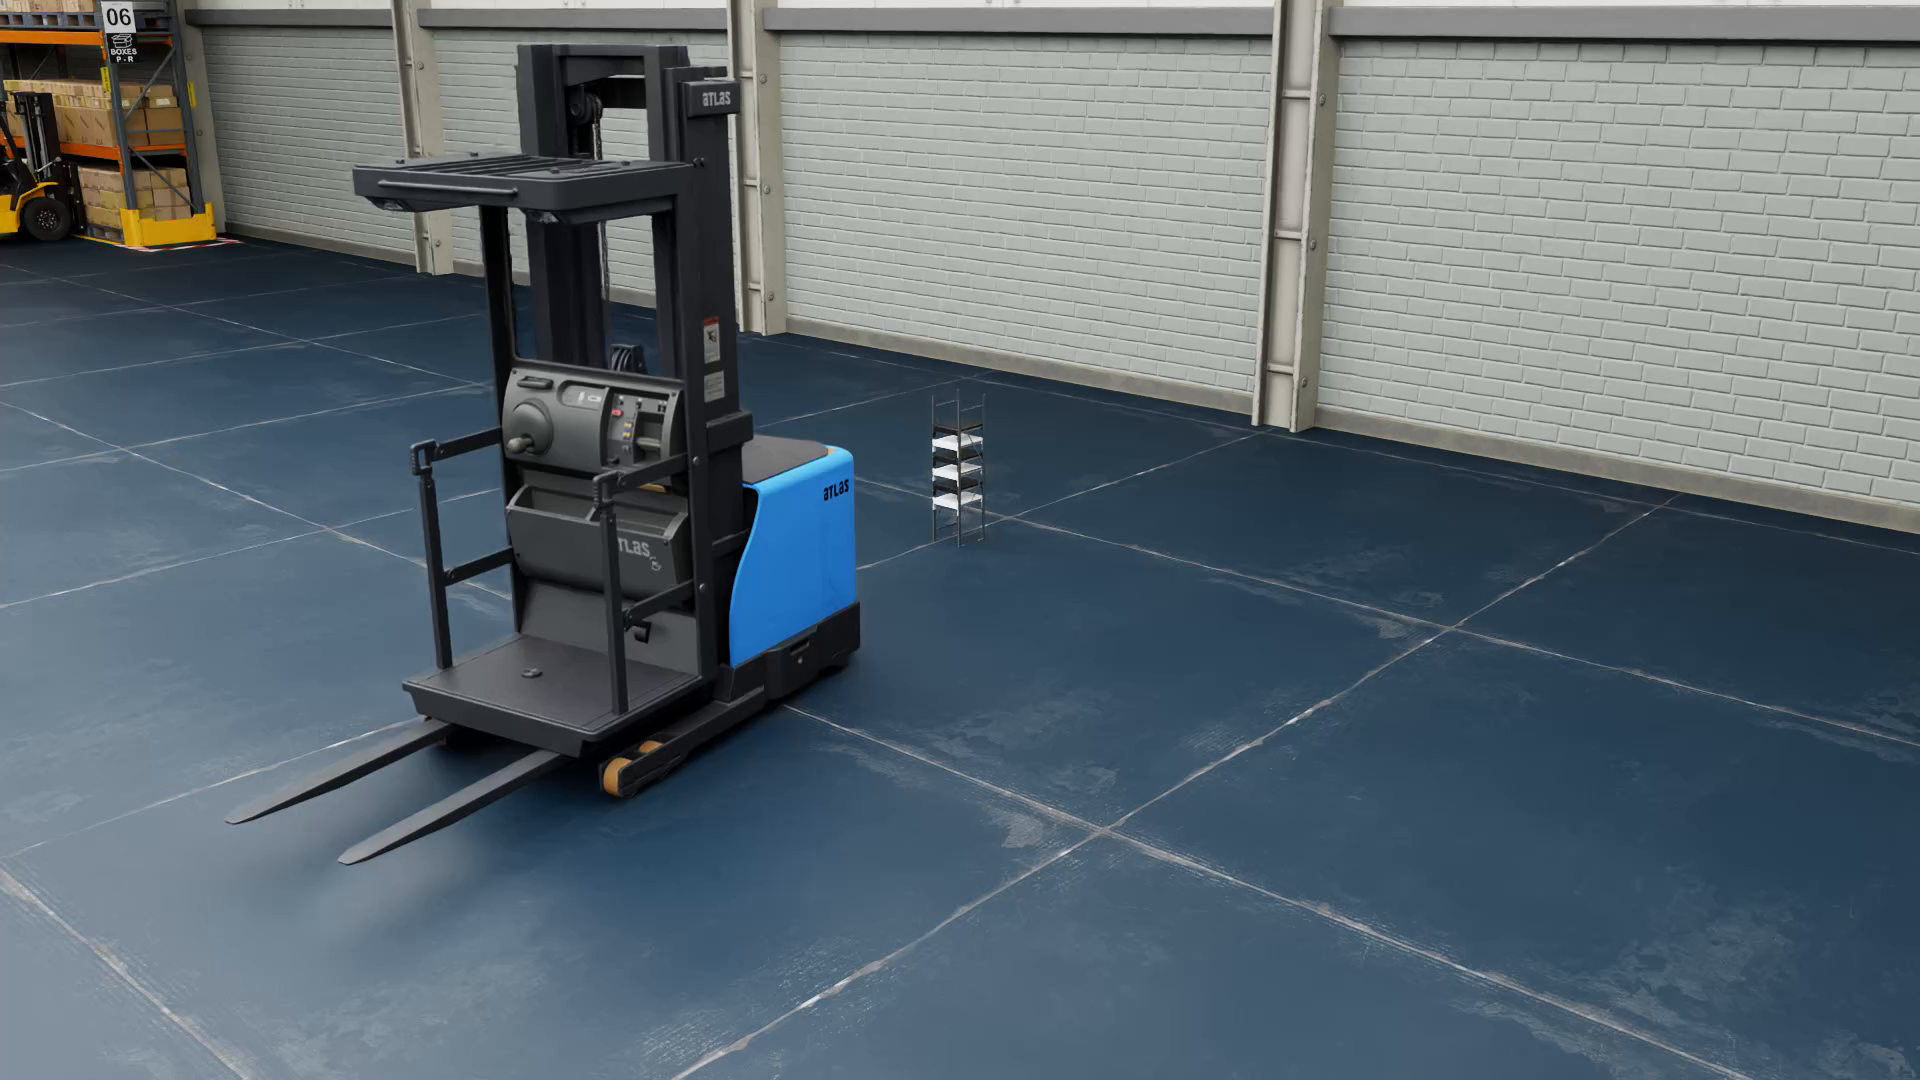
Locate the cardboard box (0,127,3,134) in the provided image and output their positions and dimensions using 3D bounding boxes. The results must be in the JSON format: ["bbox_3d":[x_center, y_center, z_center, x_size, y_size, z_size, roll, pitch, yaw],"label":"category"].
[{"bbox_3d":[-14.567,-6.368,25.466,0.500,0.250,0.500,16,23,40],"label":"cardboard box"}]

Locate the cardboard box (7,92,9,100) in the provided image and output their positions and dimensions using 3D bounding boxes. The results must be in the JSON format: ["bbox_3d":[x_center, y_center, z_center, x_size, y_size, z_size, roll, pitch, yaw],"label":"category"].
[{"bbox_3d":[-14.419,-6.772,25.255,0.250,0.149,0.380,16,24,41],"label":"cardboard box"}]

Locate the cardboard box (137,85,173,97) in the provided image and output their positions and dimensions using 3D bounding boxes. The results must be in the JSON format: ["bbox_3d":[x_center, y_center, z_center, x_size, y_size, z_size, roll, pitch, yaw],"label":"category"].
[{"bbox_3d":[-11.134,-6.209,22.986,0.250,0.149,0.380,14,23,38],"label":"cardboard box"}]

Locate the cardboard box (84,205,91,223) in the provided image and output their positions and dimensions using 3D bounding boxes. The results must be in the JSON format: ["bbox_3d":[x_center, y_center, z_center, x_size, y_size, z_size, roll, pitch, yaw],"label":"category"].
[{"bbox_3d":[-12.319,-4.711,23.849,0.500,0.250,0.500,15,23,40],"label":"cardboard box"}]

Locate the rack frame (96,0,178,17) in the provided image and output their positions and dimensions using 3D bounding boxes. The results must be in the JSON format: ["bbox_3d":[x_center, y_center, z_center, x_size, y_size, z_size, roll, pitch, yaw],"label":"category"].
[{"bbox_3d":[-11.024,-8.454,21.872,0.127,3.000,1.000,15,23,39],"label":"rack frame"}]

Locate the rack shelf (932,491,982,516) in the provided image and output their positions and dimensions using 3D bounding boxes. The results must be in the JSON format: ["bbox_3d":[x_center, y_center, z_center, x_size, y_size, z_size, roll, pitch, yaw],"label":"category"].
[{"bbox_3d":[-0.006,-0.227,10.045,0.200,0.077,0.258,15,23,39],"label":"rack shelf"}]

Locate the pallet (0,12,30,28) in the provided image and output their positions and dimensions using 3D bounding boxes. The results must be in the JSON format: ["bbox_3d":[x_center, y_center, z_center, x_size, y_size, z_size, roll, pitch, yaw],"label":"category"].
[{"bbox_3d":[-13.361,-7.619,24.349,1.213,0.211,1.003,15,23,39],"label":"pallet"}]

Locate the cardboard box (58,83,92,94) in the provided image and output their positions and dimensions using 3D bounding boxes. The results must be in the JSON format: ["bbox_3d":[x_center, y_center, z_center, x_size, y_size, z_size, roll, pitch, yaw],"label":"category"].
[{"bbox_3d":[-12.583,-6.424,23.664,0.250,0.149,0.380,15,23,40],"label":"cardboard box"}]

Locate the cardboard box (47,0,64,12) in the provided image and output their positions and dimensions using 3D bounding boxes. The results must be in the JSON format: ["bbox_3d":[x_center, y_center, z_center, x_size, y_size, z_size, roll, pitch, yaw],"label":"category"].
[{"bbox_3d":[-12.217,-7.581,23.058,0.500,0.500,0.700,15,23,40],"label":"cardboard box"}]

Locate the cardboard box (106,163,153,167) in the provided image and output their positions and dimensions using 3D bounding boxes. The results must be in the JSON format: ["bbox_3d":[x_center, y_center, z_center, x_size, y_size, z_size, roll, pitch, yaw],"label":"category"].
[{"bbox_3d":[-12.001,-5.302,24.058,0.500,0.250,0.500,15,23,39],"label":"cardboard box"}]

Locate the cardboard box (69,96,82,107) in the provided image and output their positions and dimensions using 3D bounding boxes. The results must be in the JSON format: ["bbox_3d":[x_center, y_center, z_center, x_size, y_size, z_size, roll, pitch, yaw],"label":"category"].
[{"bbox_3d":[-12.243,-6.163,23.335,0.250,0.149,0.380,14,22,38],"label":"cardboard box"}]

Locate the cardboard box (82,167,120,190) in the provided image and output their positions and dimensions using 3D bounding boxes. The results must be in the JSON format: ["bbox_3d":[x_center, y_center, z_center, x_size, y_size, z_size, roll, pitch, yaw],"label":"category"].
[{"bbox_3d":[-11.962,-5.083,23.369,0.500,0.250,0.500,16,23,40],"label":"cardboard box"}]

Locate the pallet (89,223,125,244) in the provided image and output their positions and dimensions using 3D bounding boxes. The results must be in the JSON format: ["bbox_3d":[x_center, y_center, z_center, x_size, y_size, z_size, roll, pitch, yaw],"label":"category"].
[{"bbox_3d":[-11.624,-4.409,23.656,1.213,0.211,1.003,15,23,39],"label":"pallet"}]

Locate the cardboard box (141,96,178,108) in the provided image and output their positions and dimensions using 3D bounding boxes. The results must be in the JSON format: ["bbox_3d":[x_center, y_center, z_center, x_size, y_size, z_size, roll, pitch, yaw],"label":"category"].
[{"bbox_3d":[-11.106,-6.078,23.066,0.250,0.149,0.380,14,23,38],"label":"cardboard box"}]

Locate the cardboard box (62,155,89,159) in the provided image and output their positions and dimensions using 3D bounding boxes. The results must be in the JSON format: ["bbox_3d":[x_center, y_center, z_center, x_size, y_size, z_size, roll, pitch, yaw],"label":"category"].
[{"bbox_3d":[-13.520,-5.708,25.338,0.500,0.250,0.500,16,23,40],"label":"cardboard box"}]

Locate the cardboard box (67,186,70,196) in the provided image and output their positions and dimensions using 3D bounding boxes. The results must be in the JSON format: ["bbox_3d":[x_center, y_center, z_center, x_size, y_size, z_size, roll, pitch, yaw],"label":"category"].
[{"bbox_3d":[-12.736,-5.052,24.097,0.500,0.250,0.500,15,23,39],"label":"cardboard box"}]

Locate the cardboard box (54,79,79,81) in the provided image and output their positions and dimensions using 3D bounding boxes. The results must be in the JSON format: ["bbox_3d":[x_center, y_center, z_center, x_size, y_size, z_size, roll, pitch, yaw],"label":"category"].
[{"bbox_3d":[-13.417,-6.840,24.977,0.250,0.149,0.380,14,23,38],"label":"cardboard box"}]

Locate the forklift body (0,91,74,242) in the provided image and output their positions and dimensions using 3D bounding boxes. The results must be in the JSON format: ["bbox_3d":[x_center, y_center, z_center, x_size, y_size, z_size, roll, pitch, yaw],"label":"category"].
[{"bbox_3d":[-13.654,-5.158,22.807,1.214,2.155,2.313,15,23,39],"label":"forklift body"}]

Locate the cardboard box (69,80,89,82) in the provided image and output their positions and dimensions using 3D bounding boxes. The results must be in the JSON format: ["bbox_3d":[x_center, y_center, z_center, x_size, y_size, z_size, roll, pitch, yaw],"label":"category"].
[{"bbox_3d":[-12.981,-6.754,24.706,0.250,0.149,0.380,14,23,38],"label":"cardboard box"}]

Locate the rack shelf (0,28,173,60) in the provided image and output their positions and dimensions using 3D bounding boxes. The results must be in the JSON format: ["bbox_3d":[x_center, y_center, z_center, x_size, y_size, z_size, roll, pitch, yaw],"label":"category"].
[{"bbox_3d":[-12.520,-7.083,23.700,4.000,0.370,1.077,15,23,39],"label":"rack shelf"}]

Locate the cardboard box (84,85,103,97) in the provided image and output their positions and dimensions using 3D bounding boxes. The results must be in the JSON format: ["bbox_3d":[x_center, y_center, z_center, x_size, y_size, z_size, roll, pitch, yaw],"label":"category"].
[{"bbox_3d":[-11.851,-6.206,22.978,0.250,0.149,0.380,16,23,40],"label":"cardboard box"}]

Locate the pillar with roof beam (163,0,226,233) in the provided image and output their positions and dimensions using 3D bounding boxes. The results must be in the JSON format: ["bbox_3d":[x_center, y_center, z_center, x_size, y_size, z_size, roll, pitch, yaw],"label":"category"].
[{"bbox_3d":[-13.804,-7.823,19.886,0.400,9.000,9.100,15,23,39],"label":"pillar with roof beam"}]

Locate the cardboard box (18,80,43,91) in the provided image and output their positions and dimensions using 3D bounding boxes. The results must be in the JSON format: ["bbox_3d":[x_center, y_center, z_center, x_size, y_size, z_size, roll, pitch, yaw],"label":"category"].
[{"bbox_3d":[-13.707,-6.737,24.651,0.250,0.149,0.380,15,23,40],"label":"cardboard box"}]

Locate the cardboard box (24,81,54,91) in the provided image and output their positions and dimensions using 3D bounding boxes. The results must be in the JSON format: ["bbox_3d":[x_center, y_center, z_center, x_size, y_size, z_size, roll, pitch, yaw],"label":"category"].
[{"bbox_3d":[-13.398,-6.609,24.247,0.250,0.149,0.380,16,23,40],"label":"cardboard box"}]

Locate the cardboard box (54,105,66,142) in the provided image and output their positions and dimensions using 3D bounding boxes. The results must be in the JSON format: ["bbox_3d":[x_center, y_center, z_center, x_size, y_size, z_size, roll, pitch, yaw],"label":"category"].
[{"bbox_3d":[-12.716,-5.989,23.858,0.500,0.500,0.500,15,23,40],"label":"cardboard box"}]

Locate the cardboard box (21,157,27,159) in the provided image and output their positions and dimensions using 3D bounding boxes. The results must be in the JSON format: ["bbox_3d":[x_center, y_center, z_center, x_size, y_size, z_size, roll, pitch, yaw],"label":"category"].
[{"bbox_3d":[-14.989,-5.725,26.425,0.625,0.625,0.875,15,23,39],"label":"cardboard box"}]

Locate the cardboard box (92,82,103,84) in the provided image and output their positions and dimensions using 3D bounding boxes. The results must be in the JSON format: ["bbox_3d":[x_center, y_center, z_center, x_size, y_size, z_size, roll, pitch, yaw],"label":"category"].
[{"bbox_3d":[-12.272,-6.526,23.985,0.250,0.149,0.380,15,23,40],"label":"cardboard box"}]

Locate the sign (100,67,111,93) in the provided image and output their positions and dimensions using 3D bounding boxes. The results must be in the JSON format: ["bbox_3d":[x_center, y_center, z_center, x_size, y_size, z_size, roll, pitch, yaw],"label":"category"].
[{"bbox_3d":[-11.395,-6.139,22.191,0.005,0.325,0.100,15,23,39],"label":"sign"}]

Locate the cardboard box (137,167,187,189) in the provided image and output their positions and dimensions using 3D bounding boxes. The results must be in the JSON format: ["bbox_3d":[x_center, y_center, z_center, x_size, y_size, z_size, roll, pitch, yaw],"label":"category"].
[{"bbox_3d":[-11.258,-5.100,23.420,0.500,0.250,0.500,15,23,38],"label":"cardboard box"}]

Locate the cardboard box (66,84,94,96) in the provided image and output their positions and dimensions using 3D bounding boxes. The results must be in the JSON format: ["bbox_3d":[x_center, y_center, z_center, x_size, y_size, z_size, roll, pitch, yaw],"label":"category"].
[{"bbox_3d":[-12.256,-6.300,23.274,0.250,0.149,0.380,16,23,41],"label":"cardboard box"}]

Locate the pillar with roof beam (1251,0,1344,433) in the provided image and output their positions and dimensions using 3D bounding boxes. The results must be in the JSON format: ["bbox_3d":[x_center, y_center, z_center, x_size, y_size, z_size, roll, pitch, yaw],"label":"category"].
[{"bbox_3d":[-0.342,-4.209,8.498,0.400,9.000,9.100,15,23,39],"label":"pillar with roof beam"}]

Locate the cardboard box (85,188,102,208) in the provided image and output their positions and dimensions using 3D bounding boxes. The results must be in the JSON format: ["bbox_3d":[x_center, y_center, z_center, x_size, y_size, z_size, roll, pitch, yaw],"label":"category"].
[{"bbox_3d":[-11.964,-4.852,23.467,0.500,0.250,0.500,15,23,39],"label":"cardboard box"}]

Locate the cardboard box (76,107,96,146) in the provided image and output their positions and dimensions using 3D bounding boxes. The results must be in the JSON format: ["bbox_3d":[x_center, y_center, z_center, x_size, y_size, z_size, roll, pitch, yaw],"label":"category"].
[{"bbox_3d":[-11.949,-5.787,23.224,0.500,0.500,0.500,16,24,41],"label":"cardboard box"}]

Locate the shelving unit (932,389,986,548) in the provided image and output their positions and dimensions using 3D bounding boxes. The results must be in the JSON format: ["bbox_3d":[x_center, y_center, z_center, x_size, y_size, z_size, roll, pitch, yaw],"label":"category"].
[{"bbox_3d":[-0.006,-0.431,9.981,0.210,0.900,0.258,15,23,39],"label":"shelving unit"}]

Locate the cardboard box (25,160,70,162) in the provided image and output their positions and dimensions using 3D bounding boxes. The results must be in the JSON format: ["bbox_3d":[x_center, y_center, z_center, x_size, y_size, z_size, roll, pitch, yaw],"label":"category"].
[{"bbox_3d":[-13.487,-5.490,24.651,0.500,0.250,0.500,15,23,39],"label":"cardboard box"}]

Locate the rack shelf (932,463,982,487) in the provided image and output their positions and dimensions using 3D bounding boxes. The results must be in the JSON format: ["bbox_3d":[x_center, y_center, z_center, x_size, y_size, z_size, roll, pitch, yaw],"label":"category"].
[{"bbox_3d":[-0.006,-0.399,9.991,0.200,0.077,0.258,15,23,39],"label":"rack shelf"}]

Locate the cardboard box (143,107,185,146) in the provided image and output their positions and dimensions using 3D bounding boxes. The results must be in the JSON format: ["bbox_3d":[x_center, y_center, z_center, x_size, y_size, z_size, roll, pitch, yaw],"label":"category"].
[{"bbox_3d":[-11.211,-5.804,23.276,0.500,0.500,0.500,16,24,41],"label":"cardboard box"}]

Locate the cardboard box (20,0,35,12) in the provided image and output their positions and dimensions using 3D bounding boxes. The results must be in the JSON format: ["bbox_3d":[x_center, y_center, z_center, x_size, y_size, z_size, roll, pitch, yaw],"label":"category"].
[{"bbox_3d":[-13.108,-7.644,23.643,0.258,0.266,0.396,14,23,38],"label":"cardboard box"}]

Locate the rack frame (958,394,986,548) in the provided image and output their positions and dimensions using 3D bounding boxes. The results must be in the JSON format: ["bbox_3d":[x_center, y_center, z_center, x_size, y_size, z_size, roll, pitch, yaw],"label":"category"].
[{"bbox_3d":[0.070,-0.410,9.916,0.006,0.900,0.240,15,23,39],"label":"rack frame"}]

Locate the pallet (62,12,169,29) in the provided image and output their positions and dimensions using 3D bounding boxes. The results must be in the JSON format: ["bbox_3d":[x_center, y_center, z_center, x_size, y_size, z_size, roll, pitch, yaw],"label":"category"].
[{"bbox_3d":[-11.536,-7.130,22.805,1.213,0.211,1.003,15,23,39],"label":"pallet"}]

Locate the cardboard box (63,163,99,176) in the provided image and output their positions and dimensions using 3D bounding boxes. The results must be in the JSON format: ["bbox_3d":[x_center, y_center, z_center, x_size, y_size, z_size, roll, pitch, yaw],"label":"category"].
[{"bbox_3d":[-12.720,-5.286,24.007,0.500,0.250,0.500,14,23,38],"label":"cardboard box"}]

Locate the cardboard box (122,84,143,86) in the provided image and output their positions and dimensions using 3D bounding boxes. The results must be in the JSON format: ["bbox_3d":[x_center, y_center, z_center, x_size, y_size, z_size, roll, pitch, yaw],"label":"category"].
[{"bbox_3d":[-11.514,-6.318,23.333,0.250,0.149,0.380,16,23,40],"label":"cardboard box"}]

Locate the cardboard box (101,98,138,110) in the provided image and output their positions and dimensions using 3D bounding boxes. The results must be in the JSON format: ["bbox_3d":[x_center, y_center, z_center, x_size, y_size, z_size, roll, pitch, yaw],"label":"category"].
[{"bbox_3d":[-11.470,-5.957,22.686,0.250,0.149,0.380,15,23,40],"label":"cardboard box"}]

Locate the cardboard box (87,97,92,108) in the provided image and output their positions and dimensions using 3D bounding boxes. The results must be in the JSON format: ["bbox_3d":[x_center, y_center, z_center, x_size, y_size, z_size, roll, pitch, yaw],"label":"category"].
[{"bbox_3d":[-11.834,-6.068,23.035,0.250,0.149,0.380,16,23,40],"label":"cardboard box"}]

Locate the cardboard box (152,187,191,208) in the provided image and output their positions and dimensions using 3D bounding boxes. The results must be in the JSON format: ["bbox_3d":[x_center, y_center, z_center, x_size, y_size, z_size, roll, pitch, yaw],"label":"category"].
[{"bbox_3d":[-11.238,-4.863,23.502,0.500,0.250,0.500,16,23,40],"label":"cardboard box"}]

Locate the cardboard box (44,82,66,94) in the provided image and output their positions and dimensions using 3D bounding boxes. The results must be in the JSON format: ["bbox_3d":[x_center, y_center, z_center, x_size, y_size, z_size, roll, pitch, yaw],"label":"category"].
[{"bbox_3d":[-12.959,-6.524,23.981,0.250,0.149,0.380,15,23,39],"label":"cardboard box"}]

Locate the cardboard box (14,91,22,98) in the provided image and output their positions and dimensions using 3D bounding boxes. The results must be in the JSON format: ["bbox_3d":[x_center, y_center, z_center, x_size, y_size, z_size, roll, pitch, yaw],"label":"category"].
[{"bbox_3d":[-13.758,-6.579,24.645,0.250,0.149,0.380,16,23,41],"label":"cardboard box"}]

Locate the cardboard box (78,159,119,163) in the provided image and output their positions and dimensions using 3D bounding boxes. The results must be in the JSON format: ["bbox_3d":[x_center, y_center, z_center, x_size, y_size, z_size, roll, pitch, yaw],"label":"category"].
[{"bbox_3d":[-12.761,-5.505,24.699,0.500,0.250,0.500,15,23,40],"label":"cardboard box"}]

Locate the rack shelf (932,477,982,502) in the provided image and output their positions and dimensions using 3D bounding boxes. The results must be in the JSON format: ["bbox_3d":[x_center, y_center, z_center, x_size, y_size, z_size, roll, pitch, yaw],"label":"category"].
[{"bbox_3d":[-0.006,-0.313,10.018,0.200,0.077,0.258,15,23,39],"label":"rack shelf"}]

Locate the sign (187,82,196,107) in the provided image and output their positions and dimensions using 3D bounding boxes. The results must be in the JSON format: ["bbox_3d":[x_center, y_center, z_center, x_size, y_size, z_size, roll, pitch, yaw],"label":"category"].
[{"bbox_3d":[-10.652,-6.169,23.029,0.005,0.325,0.100,15,23,39],"label":"sign"}]

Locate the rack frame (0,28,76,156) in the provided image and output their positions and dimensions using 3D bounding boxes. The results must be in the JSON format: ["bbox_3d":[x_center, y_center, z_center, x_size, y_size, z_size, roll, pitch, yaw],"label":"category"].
[{"bbox_3d":[-14.016,-6.397,25.311,0.127,3.000,1.000,15,23,39],"label":"rack frame"}]

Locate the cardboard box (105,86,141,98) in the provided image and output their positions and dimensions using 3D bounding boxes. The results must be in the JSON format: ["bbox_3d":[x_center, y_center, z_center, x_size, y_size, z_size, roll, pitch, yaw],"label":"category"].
[{"bbox_3d":[-11.432,-6.117,22.698,0.250,0.149,0.380,15,23,39],"label":"cardboard box"}]

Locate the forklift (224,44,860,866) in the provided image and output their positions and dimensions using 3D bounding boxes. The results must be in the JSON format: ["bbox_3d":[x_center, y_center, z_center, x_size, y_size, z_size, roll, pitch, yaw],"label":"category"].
[{"bbox_3d":[-1.666,-0.499,6.837,1.130,2.935,3.031,10,20,28],"label":"forklift"}]

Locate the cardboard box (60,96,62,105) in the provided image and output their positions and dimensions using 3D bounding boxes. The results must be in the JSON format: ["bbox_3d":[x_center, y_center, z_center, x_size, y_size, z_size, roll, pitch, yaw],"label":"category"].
[{"bbox_3d":[-12.572,-6.280,23.703,0.250,0.149,0.380,15,23,39],"label":"cardboard box"}]

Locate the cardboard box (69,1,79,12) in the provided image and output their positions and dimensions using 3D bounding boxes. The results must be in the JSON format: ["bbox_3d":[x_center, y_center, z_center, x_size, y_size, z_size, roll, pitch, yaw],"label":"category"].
[{"bbox_3d":[-11.846,-7.250,22.593,0.250,0.149,0.380,14,22,38],"label":"cardboard box"}]

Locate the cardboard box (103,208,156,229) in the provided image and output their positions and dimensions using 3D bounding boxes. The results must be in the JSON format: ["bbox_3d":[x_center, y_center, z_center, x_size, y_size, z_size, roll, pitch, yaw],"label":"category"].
[{"bbox_3d":[-11.586,-4.507,23.204,0.500,0.250,0.500,15,23,40],"label":"cardboard box"}]

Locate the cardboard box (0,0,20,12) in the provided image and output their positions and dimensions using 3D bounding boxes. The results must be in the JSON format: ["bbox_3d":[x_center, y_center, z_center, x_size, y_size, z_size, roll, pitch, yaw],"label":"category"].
[{"bbox_3d":[-13.556,-7.810,24.092,0.500,0.311,0.500,16,23,40],"label":"cardboard box"}]
